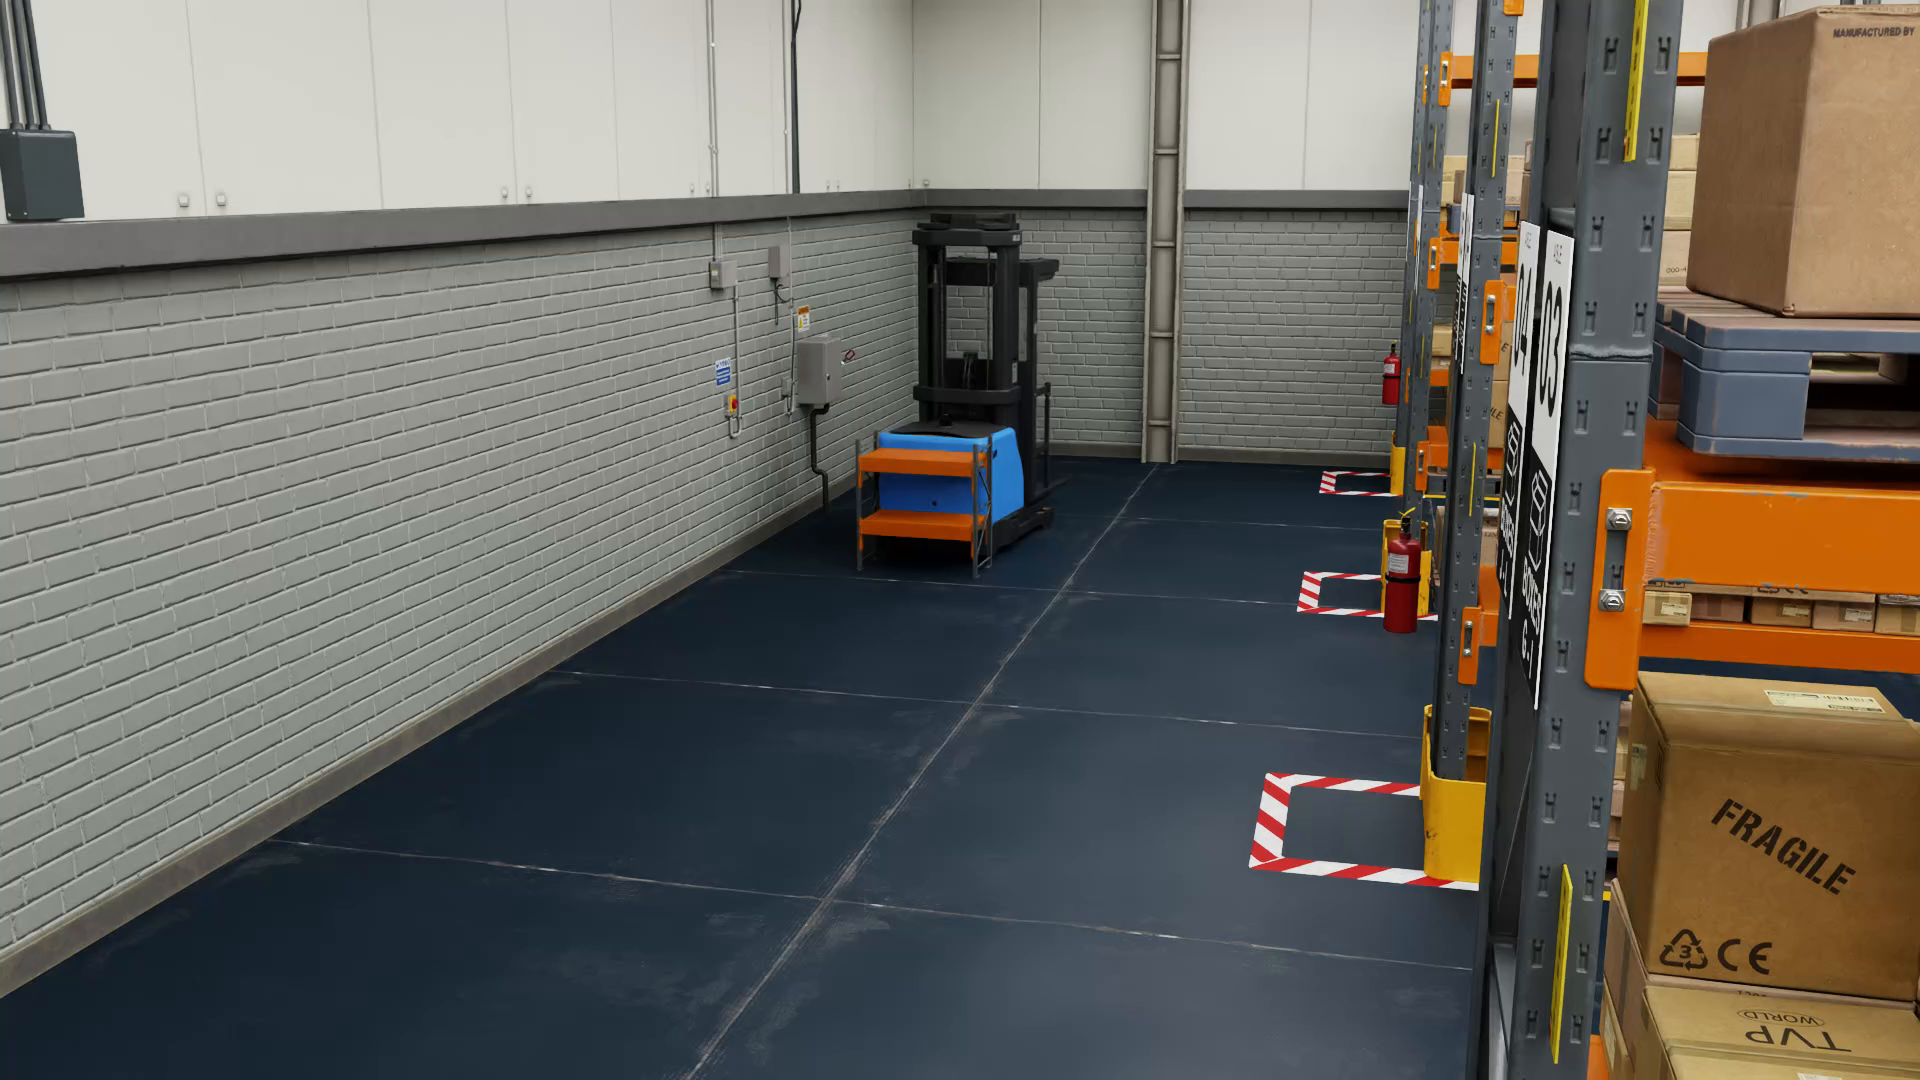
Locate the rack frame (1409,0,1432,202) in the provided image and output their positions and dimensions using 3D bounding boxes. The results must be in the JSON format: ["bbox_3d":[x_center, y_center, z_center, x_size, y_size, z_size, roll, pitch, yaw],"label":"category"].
[{"bbox_3d":[4.728,-4.985,16.926,0.127,3.000,1.000,3,13,14],"label":"rack frame"}]

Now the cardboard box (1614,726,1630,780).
[{"bbox_3d":[3.178,1.018,7.959,0.250,0.149,0.380,3,13,15],"label":"cardboard box"}]

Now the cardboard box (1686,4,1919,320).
[{"bbox_3d":[1.686,-0.679,3.015,0.500,0.500,0.700,2,13,10],"label":"cardboard box"}]

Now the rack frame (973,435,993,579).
[{"bbox_3d":[0.190,-0.279,13.894,0.032,1.125,0.500,4,13,16],"label":"rack frame"}]

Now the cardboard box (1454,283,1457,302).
[{"bbox_3d":[3.939,-1.889,12.787,0.250,0.149,0.380,3,13,14],"label":"cardboard box"}]

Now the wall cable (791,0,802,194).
[{"bbox_3d":[-1.161,-4.937,16.624,0.133,3.039,2.988,3,13,14],"label":"wall cable"}]

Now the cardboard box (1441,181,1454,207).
[{"bbox_3d":[5.093,-3.512,16.872,0.500,0.250,0.500,3,13,13],"label":"cardboard box"}]

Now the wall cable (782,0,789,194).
[{"bbox_3d":[-1.865,-4.335,13.996,0.029,3.000,2.355,3,13,14],"label":"wall cable"}]

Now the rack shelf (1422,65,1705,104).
[{"bbox_3d":[6.670,-4.528,16.537,4.000,0.370,1.077,3,13,14],"label":"rack shelf"}]

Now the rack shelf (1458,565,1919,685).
[{"bbox_3d":[4.396,0.489,7.765,4.000,0.370,1.077,3,13,14],"label":"rack shelf"}]

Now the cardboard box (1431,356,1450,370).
[{"bbox_3d":[4.981,-1.859,17.266,0.250,0.149,0.380,3,13,13],"label":"cardboard box"}]

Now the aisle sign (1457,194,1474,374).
[{"bbox_3d":[2.312,-1.176,7.606,0.004,0.787,0.394,3,13,14],"label":"aisle sign"}]

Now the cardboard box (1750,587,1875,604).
[{"bbox_3d":[3.822,-0.028,7.517,0.500,0.500,0.500,3,13,14],"label":"cardboard box"}]

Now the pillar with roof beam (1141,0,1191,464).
[{"bbox_3d":[1.295,-4.409,14.331,0.400,9.000,9.100,3,13,14],"label":"pillar with roof beam"}]

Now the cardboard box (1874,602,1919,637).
[{"bbox_3d":[4.217,0.313,7.479,0.250,0.149,0.380,4,13,16],"label":"cardboard box"}]

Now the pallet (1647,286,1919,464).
[{"bbox_3d":[1.891,-0.313,2.998,1.213,0.211,1.003,3,13,14],"label":"pallet"}]

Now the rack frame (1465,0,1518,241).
[{"bbox_3d":[2.454,-2.895,7.505,0.127,3.000,1.000,3,13,14],"label":"rack frame"}]

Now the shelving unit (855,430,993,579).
[{"bbox_3d":[-0.298,-0.310,14.034,1.048,1.125,0.538,4,13,16],"label":"shelving unit"}]

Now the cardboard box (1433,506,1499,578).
[{"bbox_3d":[4.207,0.047,13.043,0.875,0.438,0.875,3,13,12],"label":"cardboard box"}]

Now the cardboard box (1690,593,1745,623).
[{"bbox_3d":[3.480,0.257,7.731,0.250,0.149,0.380,4,13,16],"label":"cardboard box"}]

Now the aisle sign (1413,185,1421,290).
[{"bbox_3d":[3.547,-2.350,12.899,0.004,0.787,0.394,3,13,14],"label":"aisle sign"}]

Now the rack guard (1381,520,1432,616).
[{"bbox_3d":[3.519,0.207,13.147,0.348,0.500,1.175,3,13,14],"label":"rack guard"}]

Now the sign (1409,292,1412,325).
[{"bbox_3d":[4.598,-2.365,16.968,0.005,0.325,0.100,3,13,14],"label":"sign"}]

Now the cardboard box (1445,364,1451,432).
[{"bbox_3d":[4.074,-1.092,12.998,0.500,0.500,0.500,3,13,14],"label":"cardboard box"}]

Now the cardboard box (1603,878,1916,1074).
[{"bbox_3d":[1.702,0.969,3.600,0.500,0.250,0.500,3,13,13],"label":"cardboard box"}]

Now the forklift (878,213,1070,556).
[{"bbox_3d":[0.268,-1.567,15.531,1.130,2.935,3.031,5,13,20],"label":"forklift"}]

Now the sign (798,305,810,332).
[{"bbox_3d":[-1.507,-2.136,16.031,0.001,0.242,0.339,3,13,14],"label":"sign"}]

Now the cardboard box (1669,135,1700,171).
[{"bbox_3d":[3.203,-1.685,7.248,0.250,0.149,0.380,3,13,13],"label":"cardboard box"}]

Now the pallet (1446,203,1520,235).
[{"bbox_3d":[4.265,-2.397,12.391,1.213,0.211,1.003,3,13,14],"label":"pallet"}]

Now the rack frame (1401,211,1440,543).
[{"bbox_3d":[3.542,-1.012,12.870,0.127,3.000,1.000,3,13,14],"label":"rack frame"}]

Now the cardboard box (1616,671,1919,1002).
[{"bbox_3d":[1.704,0.604,3.515,0.500,0.500,0.500,3,13,14],"label":"cardboard box"}]

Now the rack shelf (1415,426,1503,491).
[{"bbox_3d":[5.484,-0.557,12.480,4.000,0.370,1.077,3,13,14],"label":"rack shelf"}]

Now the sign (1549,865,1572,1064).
[{"bbox_3d":[1.029,0.727,2.850,0.005,0.325,0.100,3,13,14],"label":"sign"}]

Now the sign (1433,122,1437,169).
[{"bbox_3d":[3.403,-2.825,11.918,0.005,0.325,0.100,3,13,14],"label":"sign"}]

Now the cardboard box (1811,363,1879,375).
[{"bbox_3d":[3.818,-0.512,7.392,0.500,0.500,0.500,3,13,12],"label":"cardboard box"}]

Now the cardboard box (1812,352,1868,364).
[{"bbox_3d":[3.957,-0.625,7.901,0.500,0.500,0.500,4,13,16],"label":"cardboard box"}]

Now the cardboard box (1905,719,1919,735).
[{"bbox_3d":[4.542,0.990,8.085,0.250,0.149,0.380,3,13,14],"label":"cardboard box"}]

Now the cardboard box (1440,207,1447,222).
[{"bbox_3d":[4.982,-3.332,16.983,0.250,0.149,0.380,3,13,15],"label":"cardboard box"}]

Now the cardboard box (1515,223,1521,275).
[{"bbox_3d":[2.959,-1.389,7.991,0.500,0.250,0.500,3,13,12],"label":"cardboard box"}]

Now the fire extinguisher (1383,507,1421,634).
[{"bbox_3d":[2.320,0.144,8.700,0.183,0.674,0.296,3,13,14],"label":"fire extinguisher"}]
